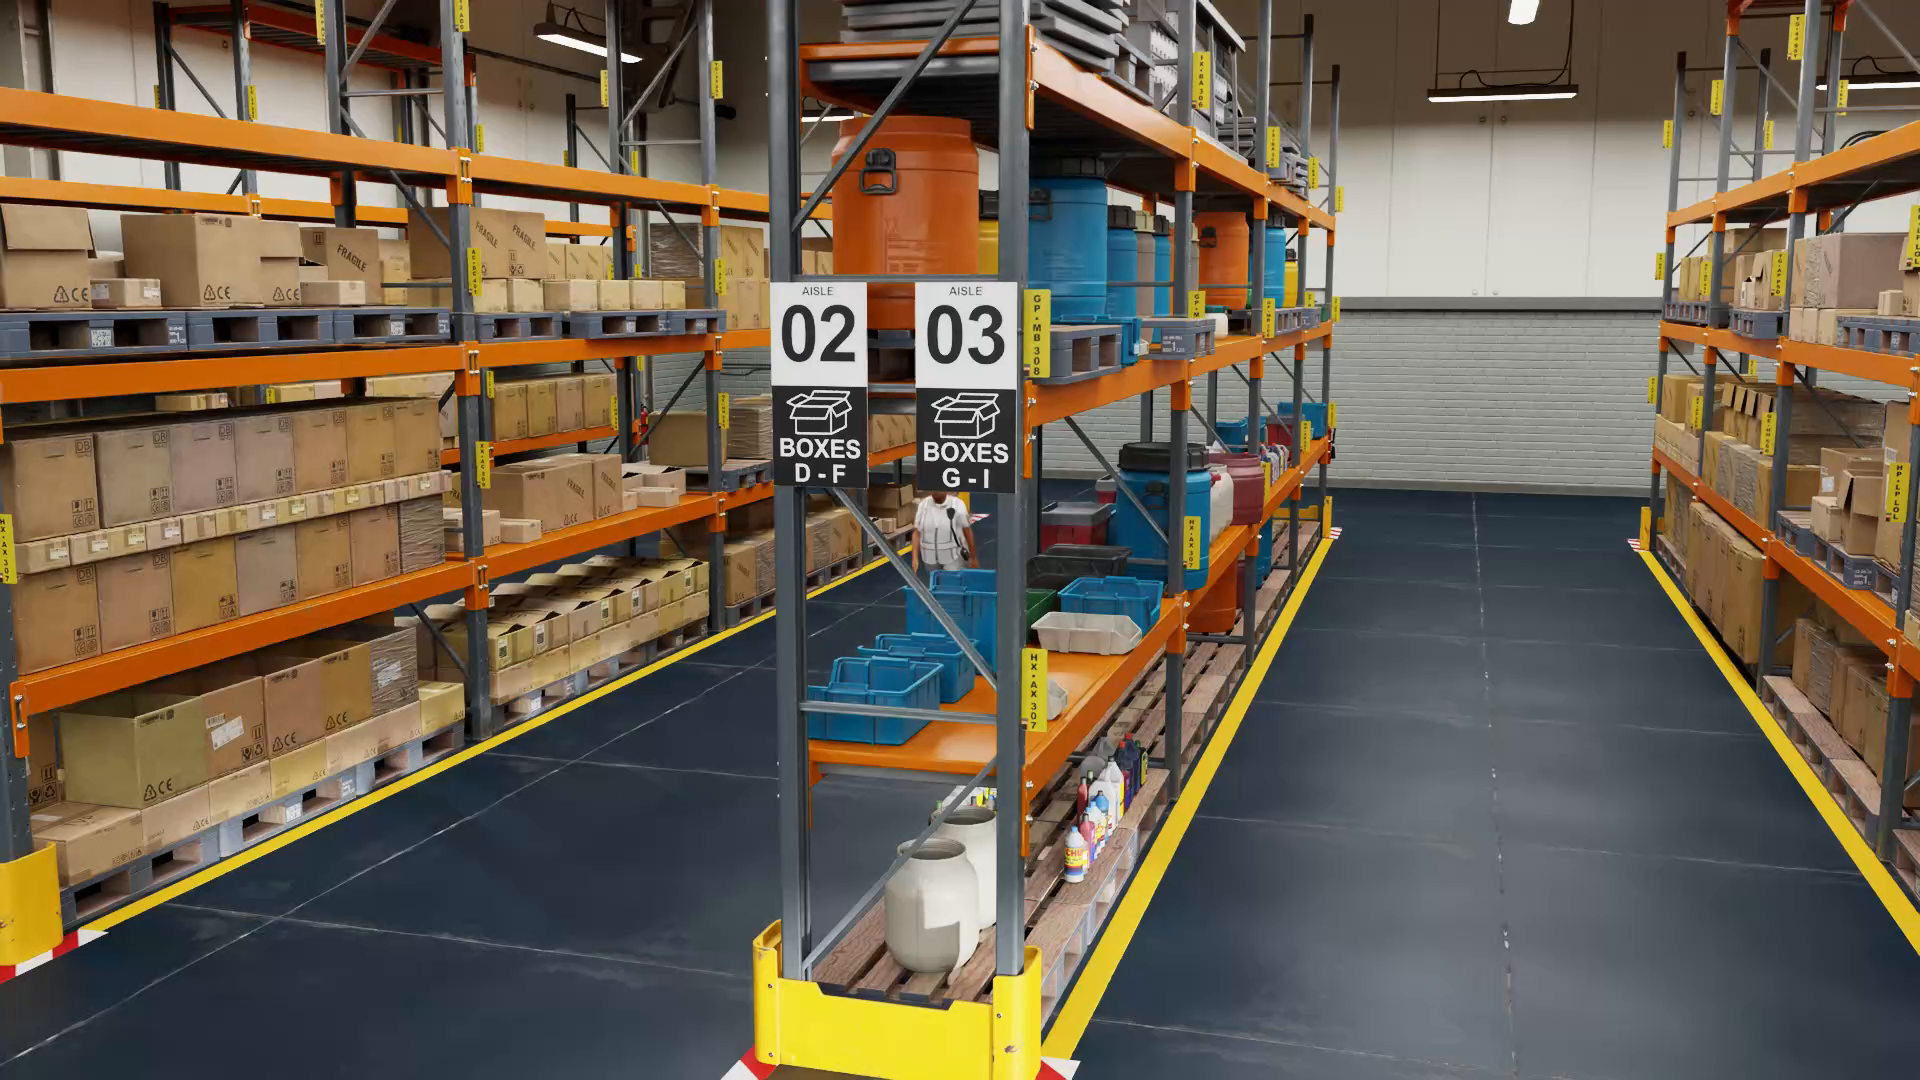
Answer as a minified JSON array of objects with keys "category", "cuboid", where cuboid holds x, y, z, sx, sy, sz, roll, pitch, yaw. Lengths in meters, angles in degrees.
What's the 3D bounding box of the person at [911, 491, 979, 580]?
[{"category":"person","cuboid":[-0.158,0.169,14.735,0.513,1.589,1.075,4,9,23]}]
